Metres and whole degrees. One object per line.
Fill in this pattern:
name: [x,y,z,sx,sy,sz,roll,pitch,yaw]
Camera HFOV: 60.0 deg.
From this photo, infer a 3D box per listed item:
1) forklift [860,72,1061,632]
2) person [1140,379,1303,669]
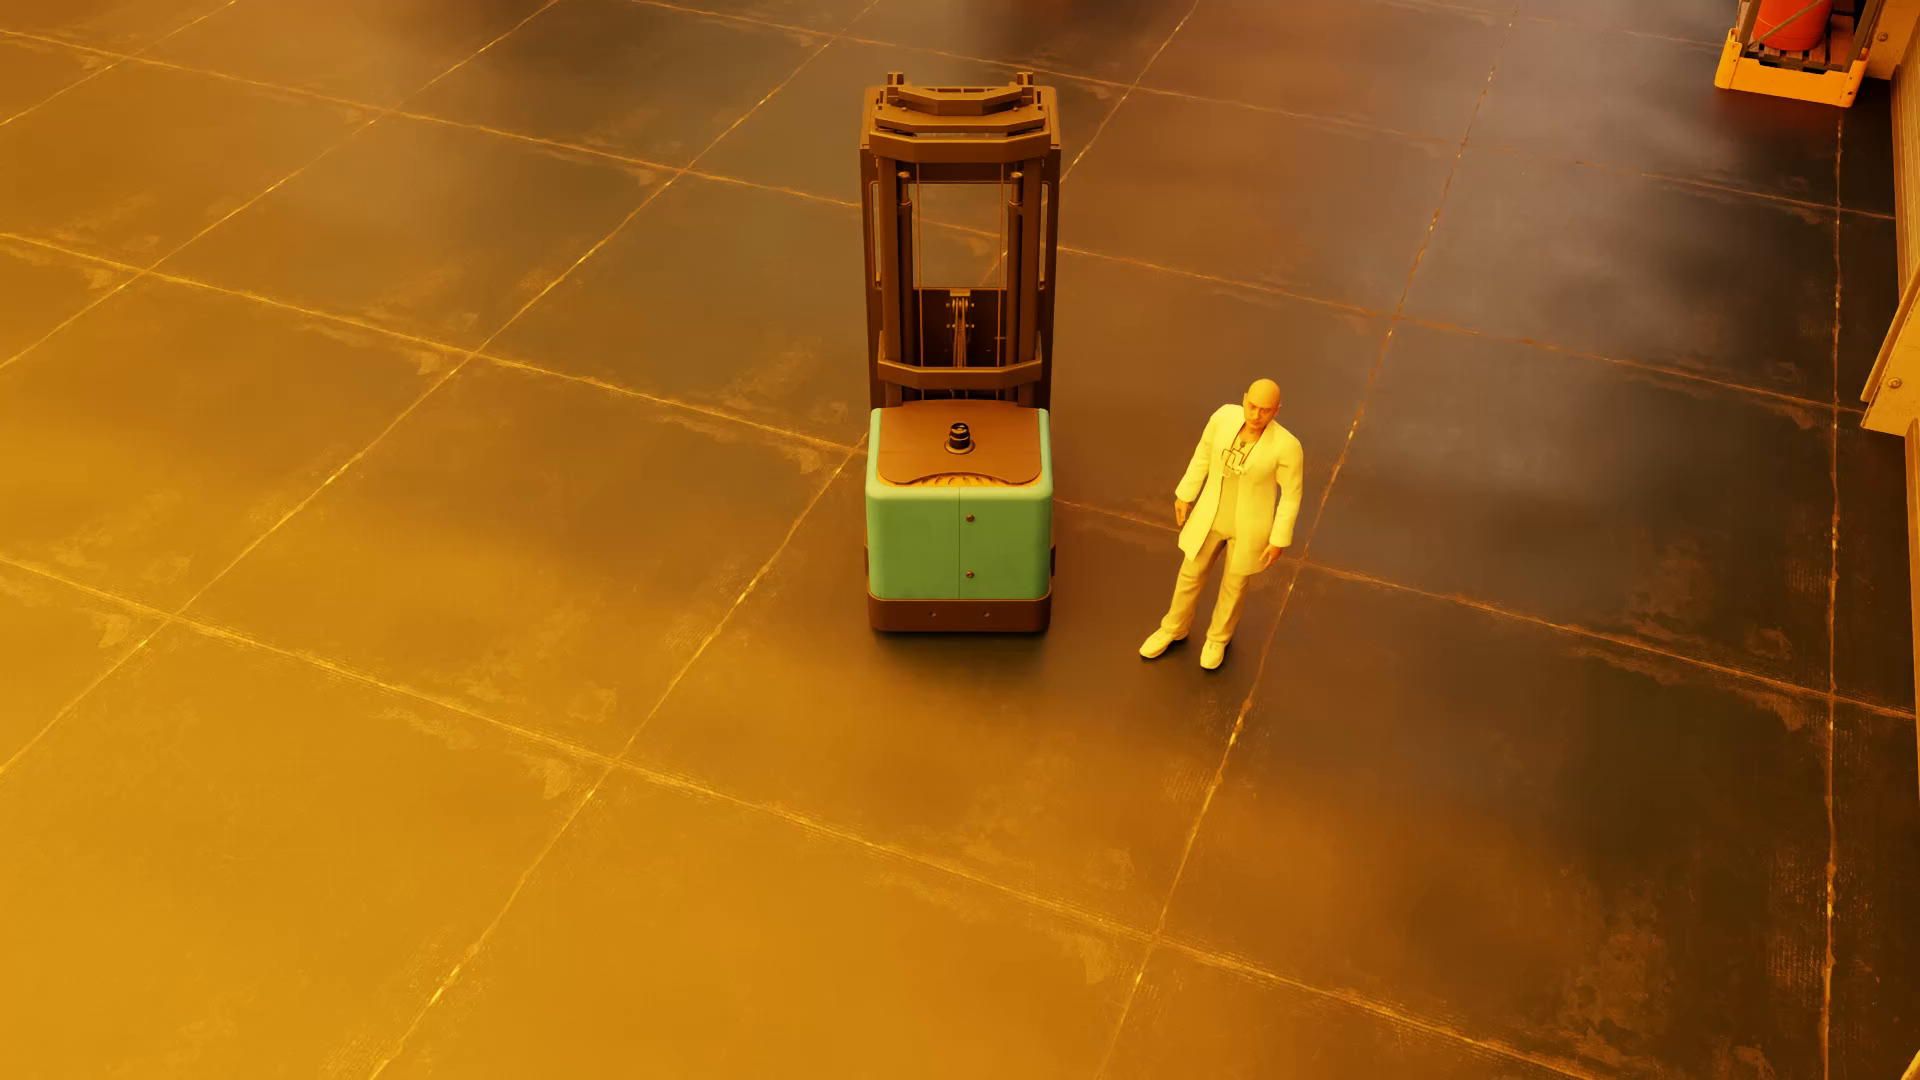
forklift: [0.002,-1.515,9.816,1.130,2.935,3.031,0,40,0]
person: [1.431,-0.052,8.955,0.695,1.776,0.581,24,46,26]
